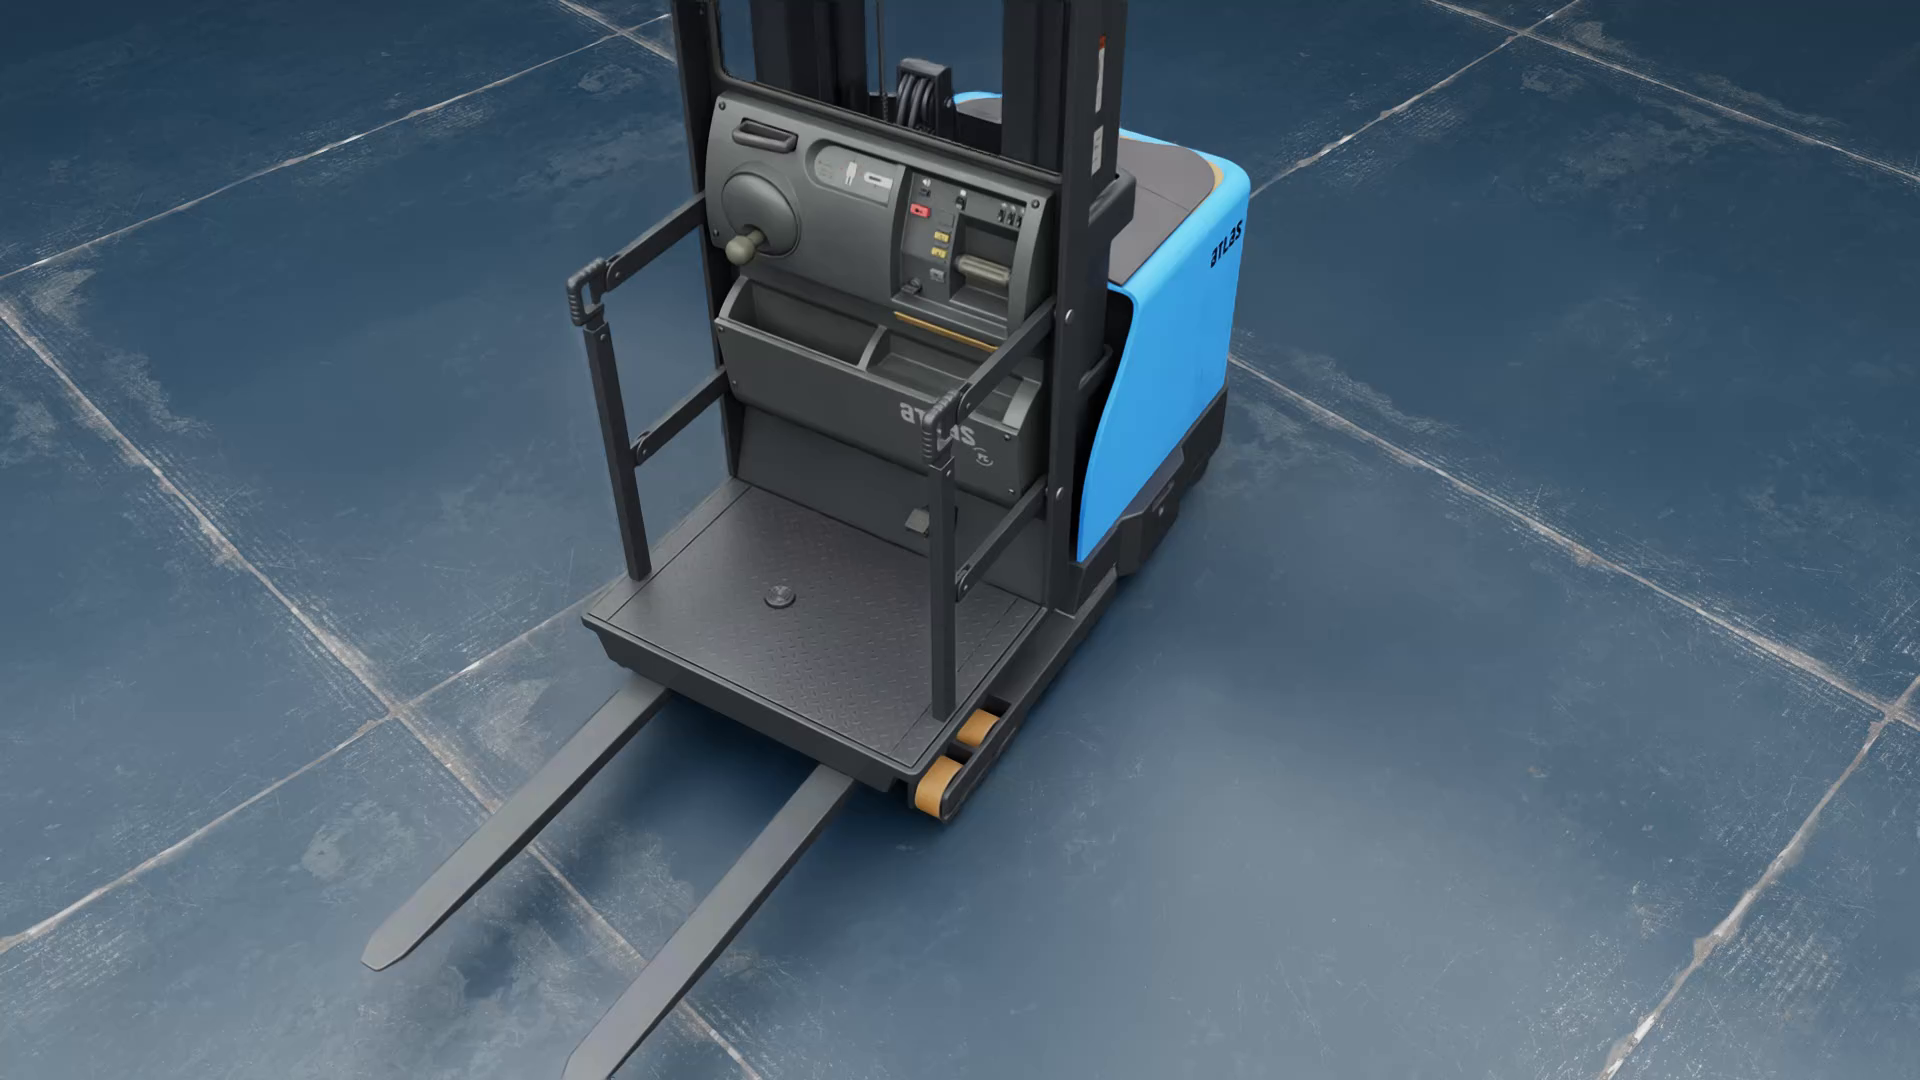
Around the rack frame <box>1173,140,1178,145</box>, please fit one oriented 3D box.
[{"bbox_3d":[0.631,-0.877,5.536,0.006,0.900,0.240,22,47,22],"label":"rack frame"}]

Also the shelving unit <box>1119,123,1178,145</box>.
[{"bbox_3d":[0.544,-0.913,5.575,0.210,0.900,0.258,22,47,22],"label":"shelving unit"}]

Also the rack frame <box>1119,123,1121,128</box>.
[{"bbox_3d":[0.457,-0.949,5.614,0.006,0.900,0.240,22,47,22],"label":"rack frame"}]

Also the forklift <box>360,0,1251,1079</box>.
[{"bbox_3d":[-0.328,-0.698,3.845,1.130,2.935,3.031,22,47,22],"label":"forklift"}]
